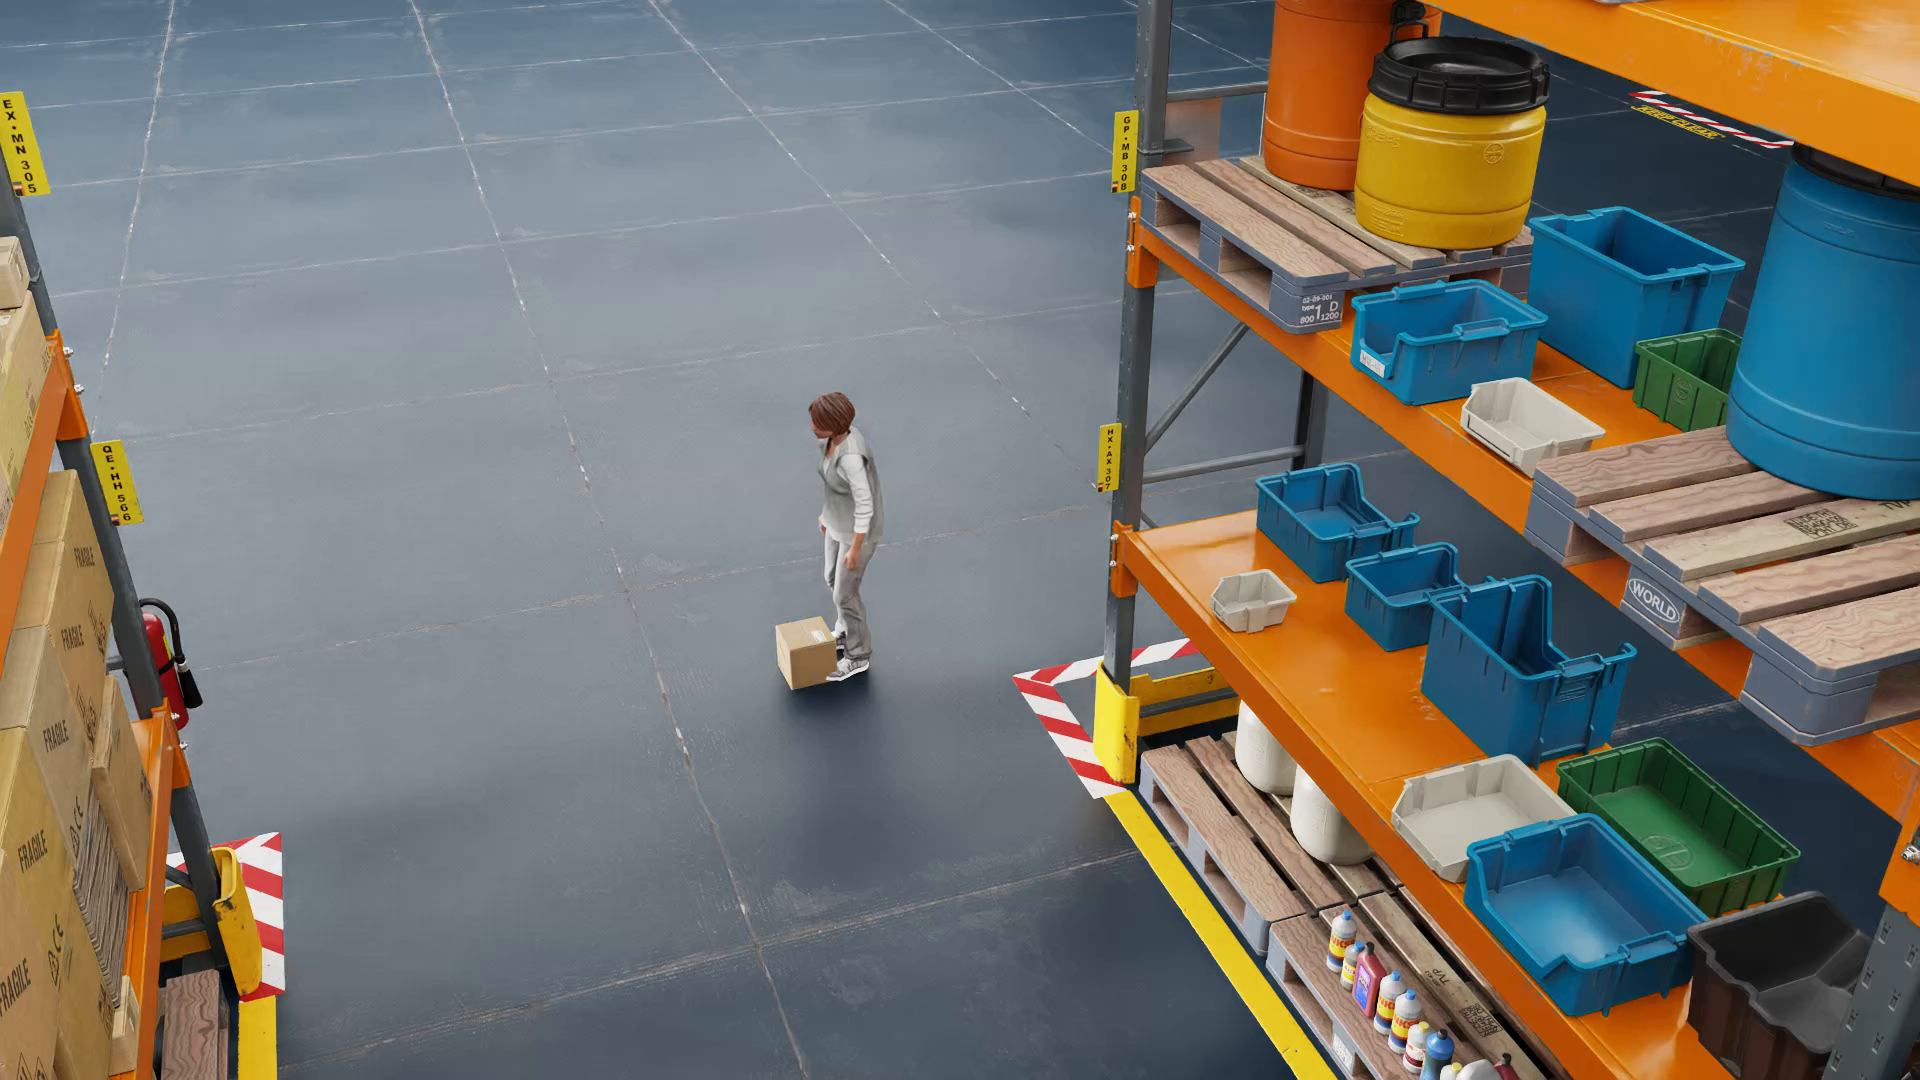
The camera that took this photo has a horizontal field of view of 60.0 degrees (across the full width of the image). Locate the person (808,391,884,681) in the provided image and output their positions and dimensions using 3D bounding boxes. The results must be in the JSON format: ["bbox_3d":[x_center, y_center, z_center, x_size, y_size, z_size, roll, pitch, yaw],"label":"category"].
[{"bbox_3d":[-0.585,-0.035,8.401,0.369,1.594,0.482,-12,32,-20],"label":"person"}]
